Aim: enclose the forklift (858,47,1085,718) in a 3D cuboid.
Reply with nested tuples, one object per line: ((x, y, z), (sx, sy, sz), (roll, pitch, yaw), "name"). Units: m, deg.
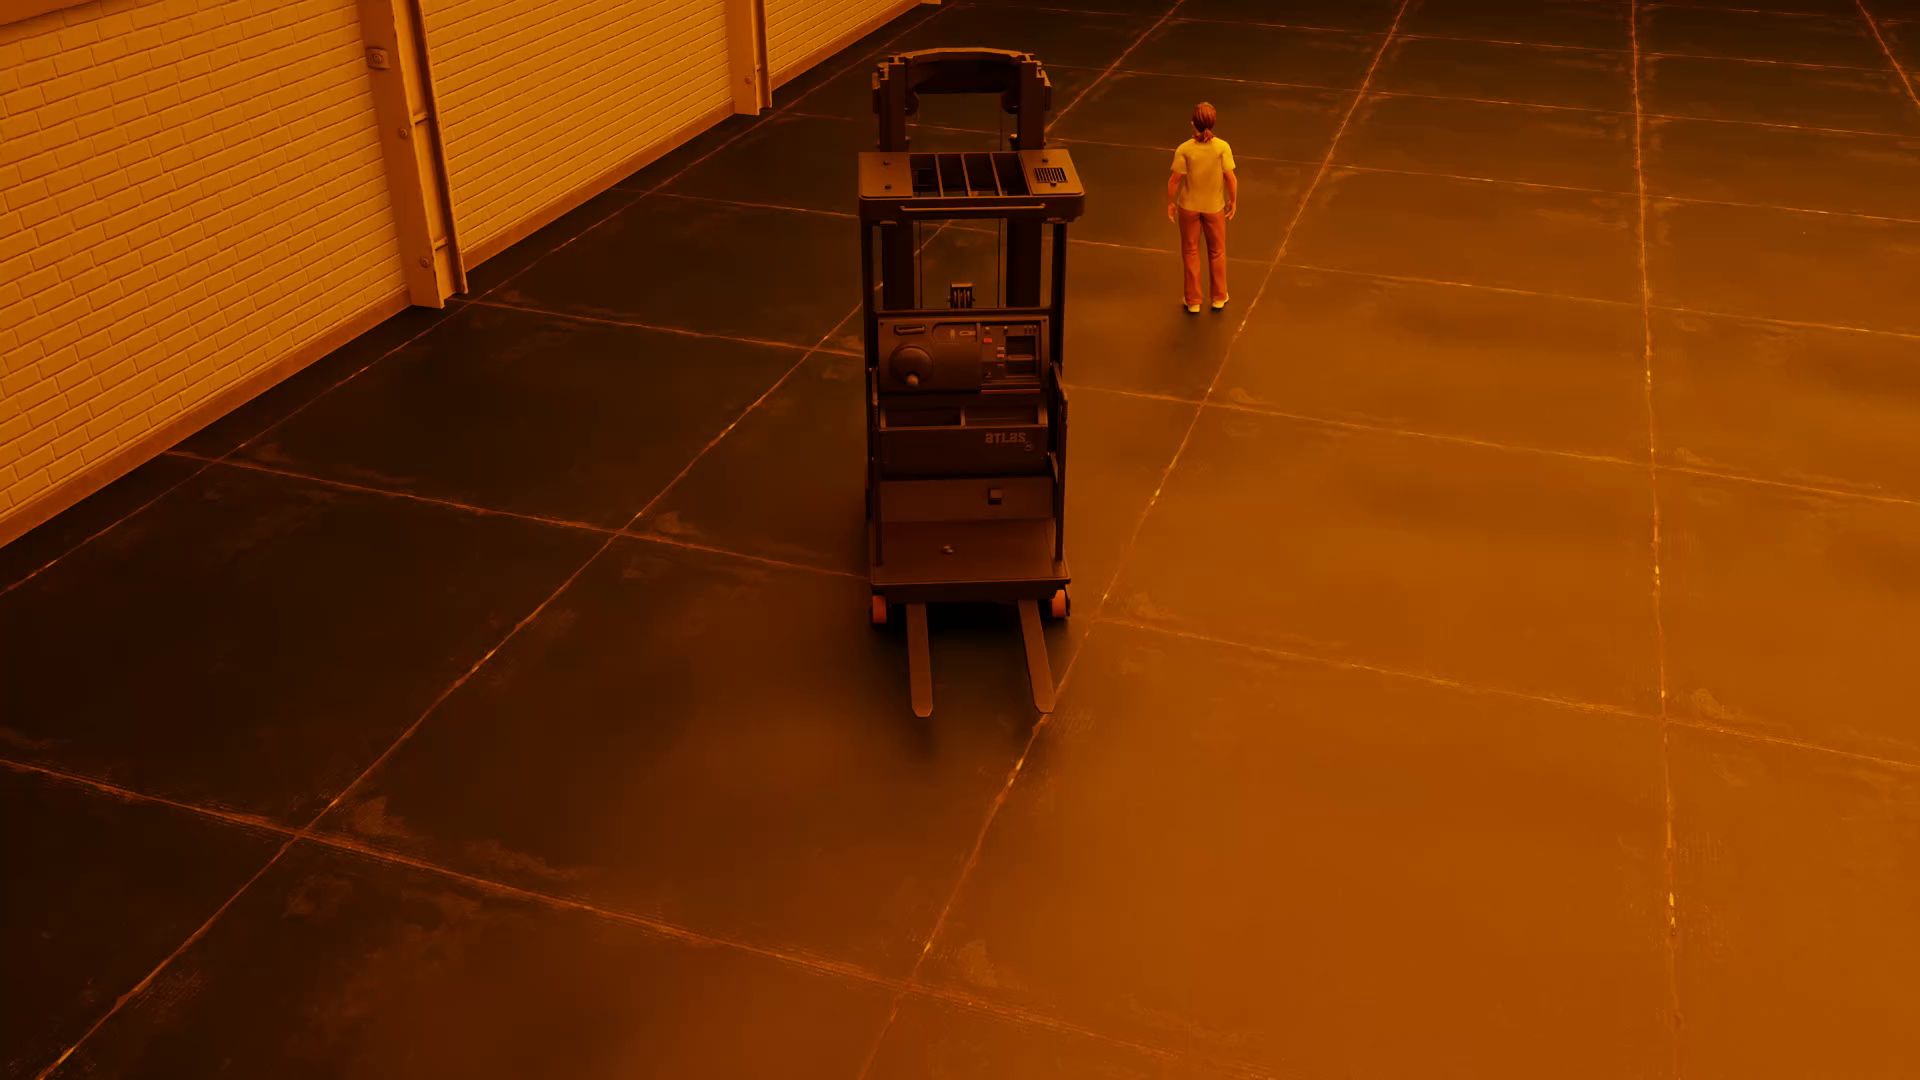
((0.035, -0.972, 8.842), (1.130, 2.935, 3.031), (-2, 30, -3), "forklift")

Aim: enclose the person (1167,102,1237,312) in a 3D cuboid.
((1.884, -2.600, 12.949), (0.554, 1.673, 0.548), (3, 30, 6), "person")
